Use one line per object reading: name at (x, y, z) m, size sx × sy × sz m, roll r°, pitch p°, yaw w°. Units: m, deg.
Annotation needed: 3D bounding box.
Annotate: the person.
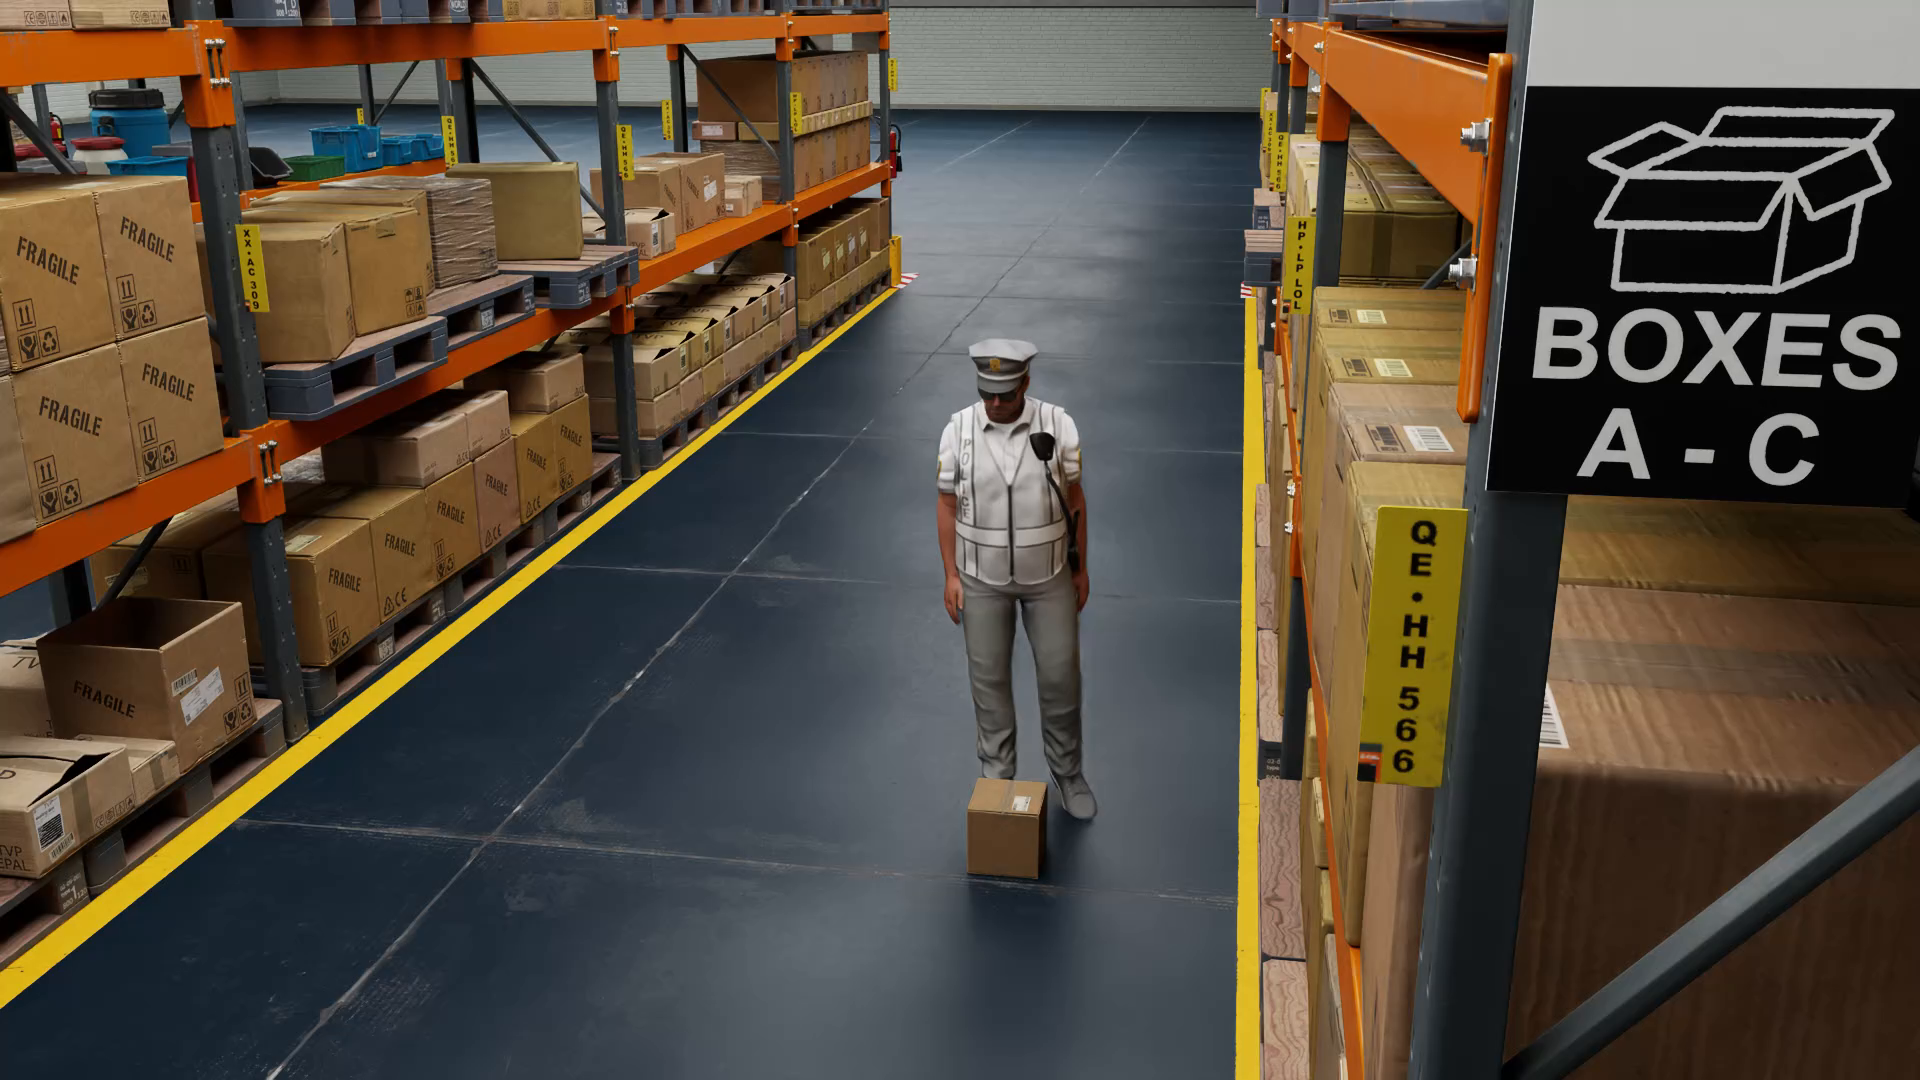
person at (0.216, 0.174, 6.036) m, size 0.619 × 1.800 × 0.515 m, roll 1°, pitch 18°, yaw 4°
